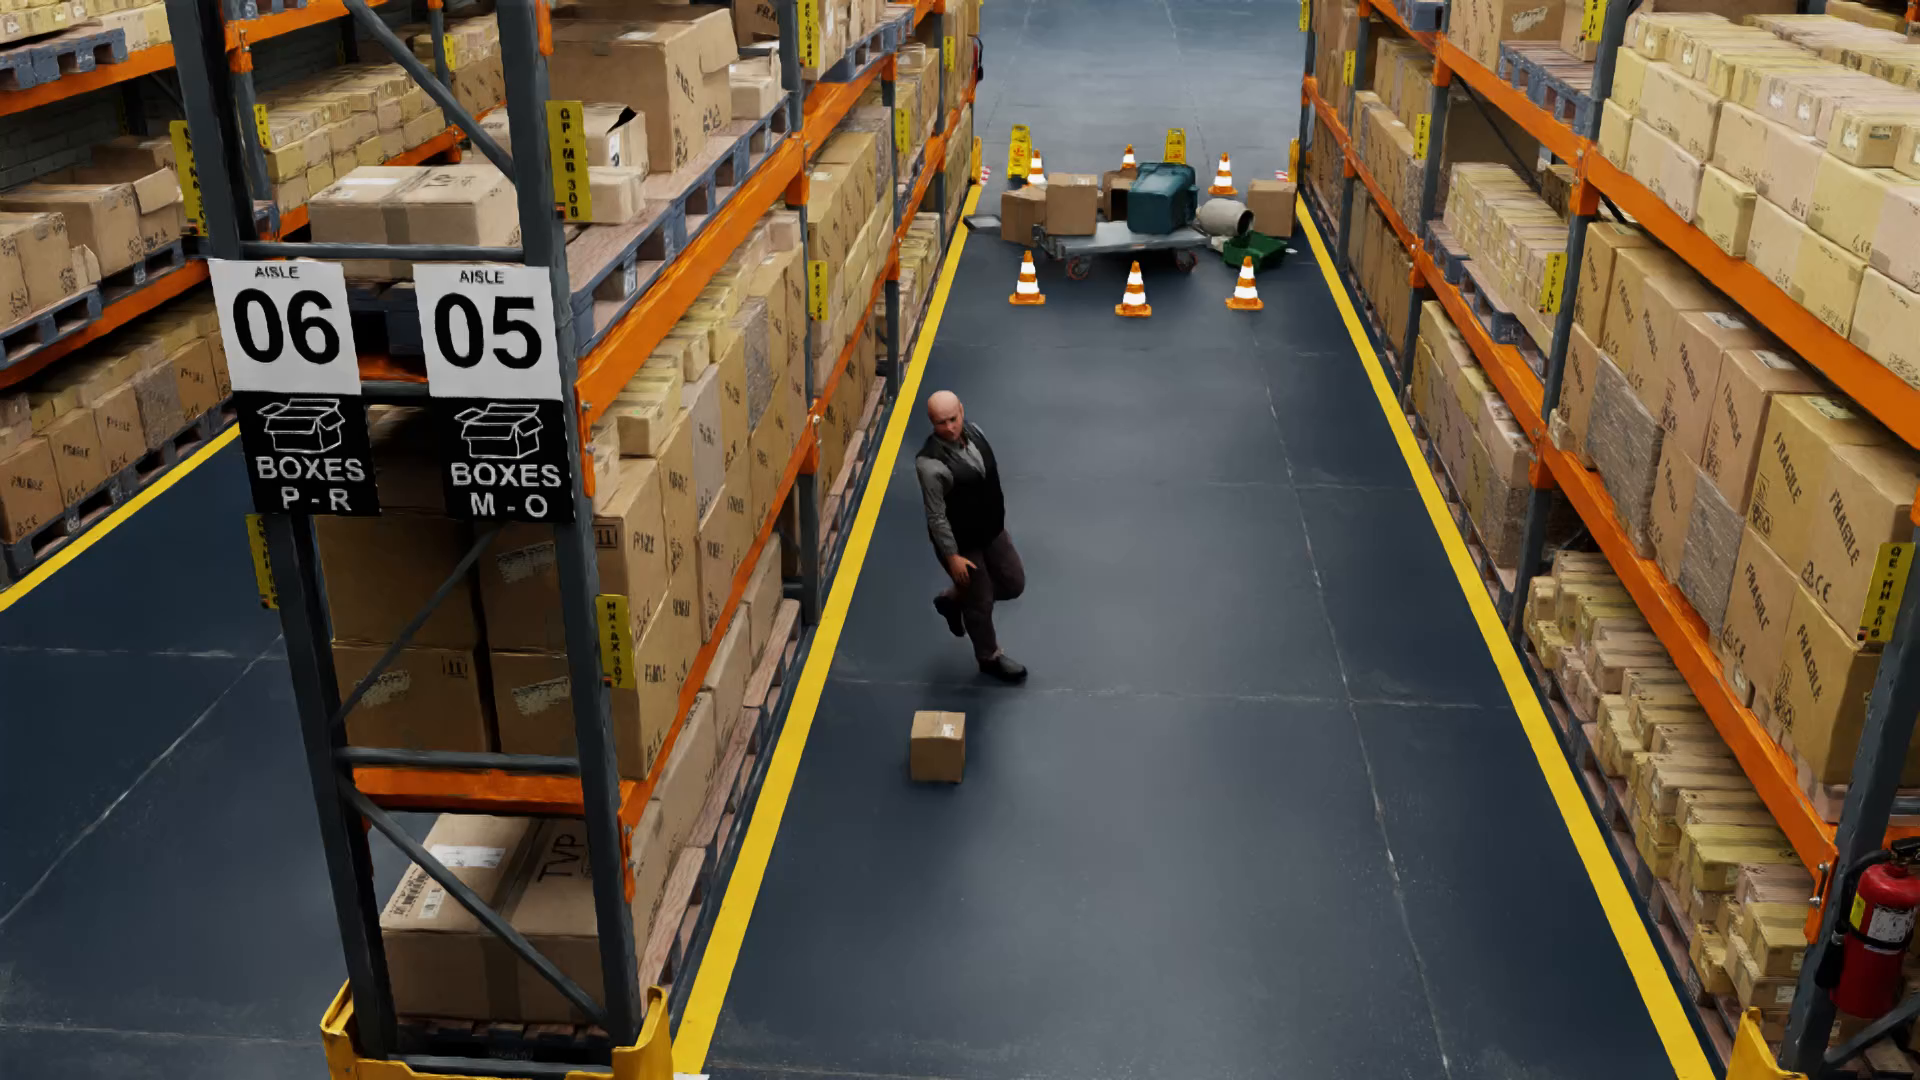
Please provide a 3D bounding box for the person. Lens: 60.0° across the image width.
[{"bbox_3d":[0.038,-0.011,8.694,0.600,1.688,0.645,12,27,25],"label":"person"}]
